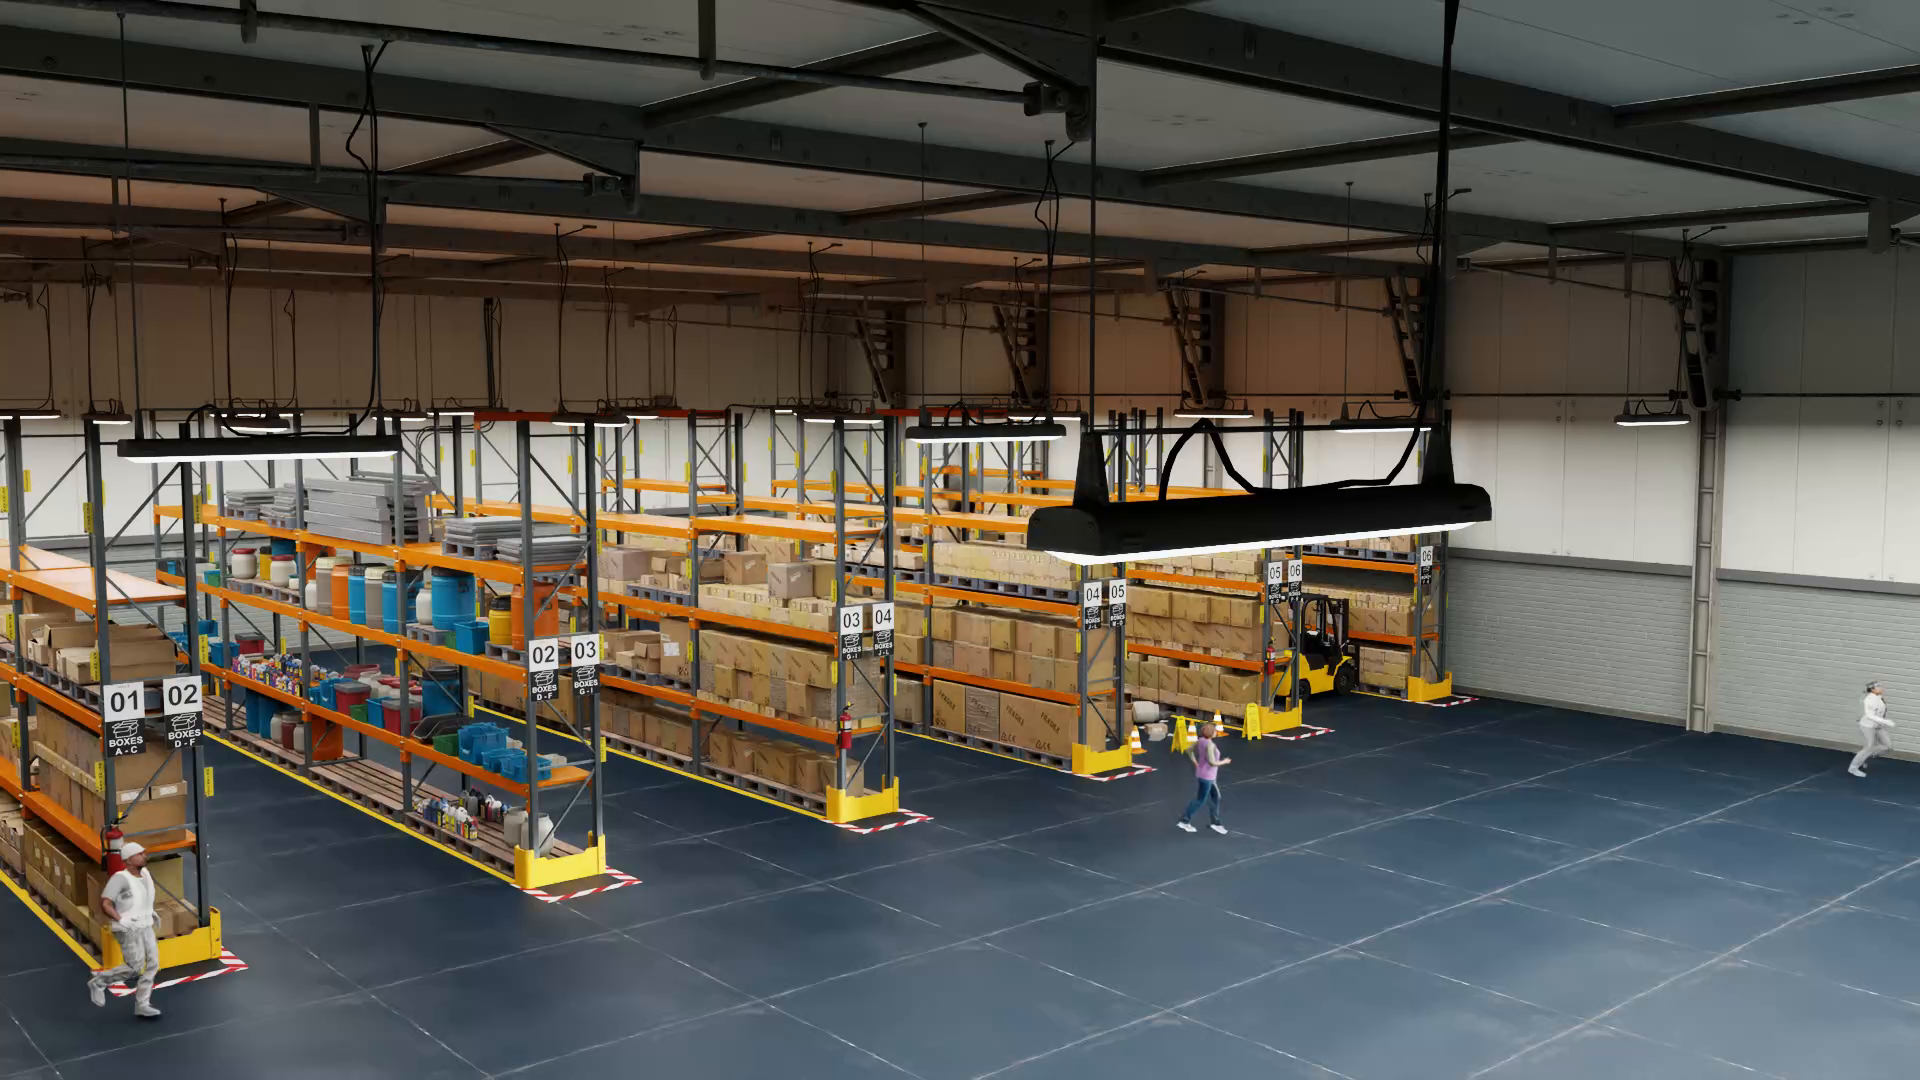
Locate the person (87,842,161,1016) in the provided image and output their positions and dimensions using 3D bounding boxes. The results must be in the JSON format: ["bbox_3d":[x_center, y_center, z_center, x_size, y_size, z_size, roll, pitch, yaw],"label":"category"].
[{"bbox_3d":[-8.486,3.972,17.089,0.762,1.720,0.737,0,5,6],"label":"person"}]

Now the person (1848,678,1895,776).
[{"bbox_3d":[15.122,3.093,27.515,0.639,1.658,0.679,-5,7,-42],"label":"person"}]

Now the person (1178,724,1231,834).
[{"bbox_3d":[3.496,3.435,23.796,0.751,1.636,0.532,0,5,-2],"label":"person"}]
